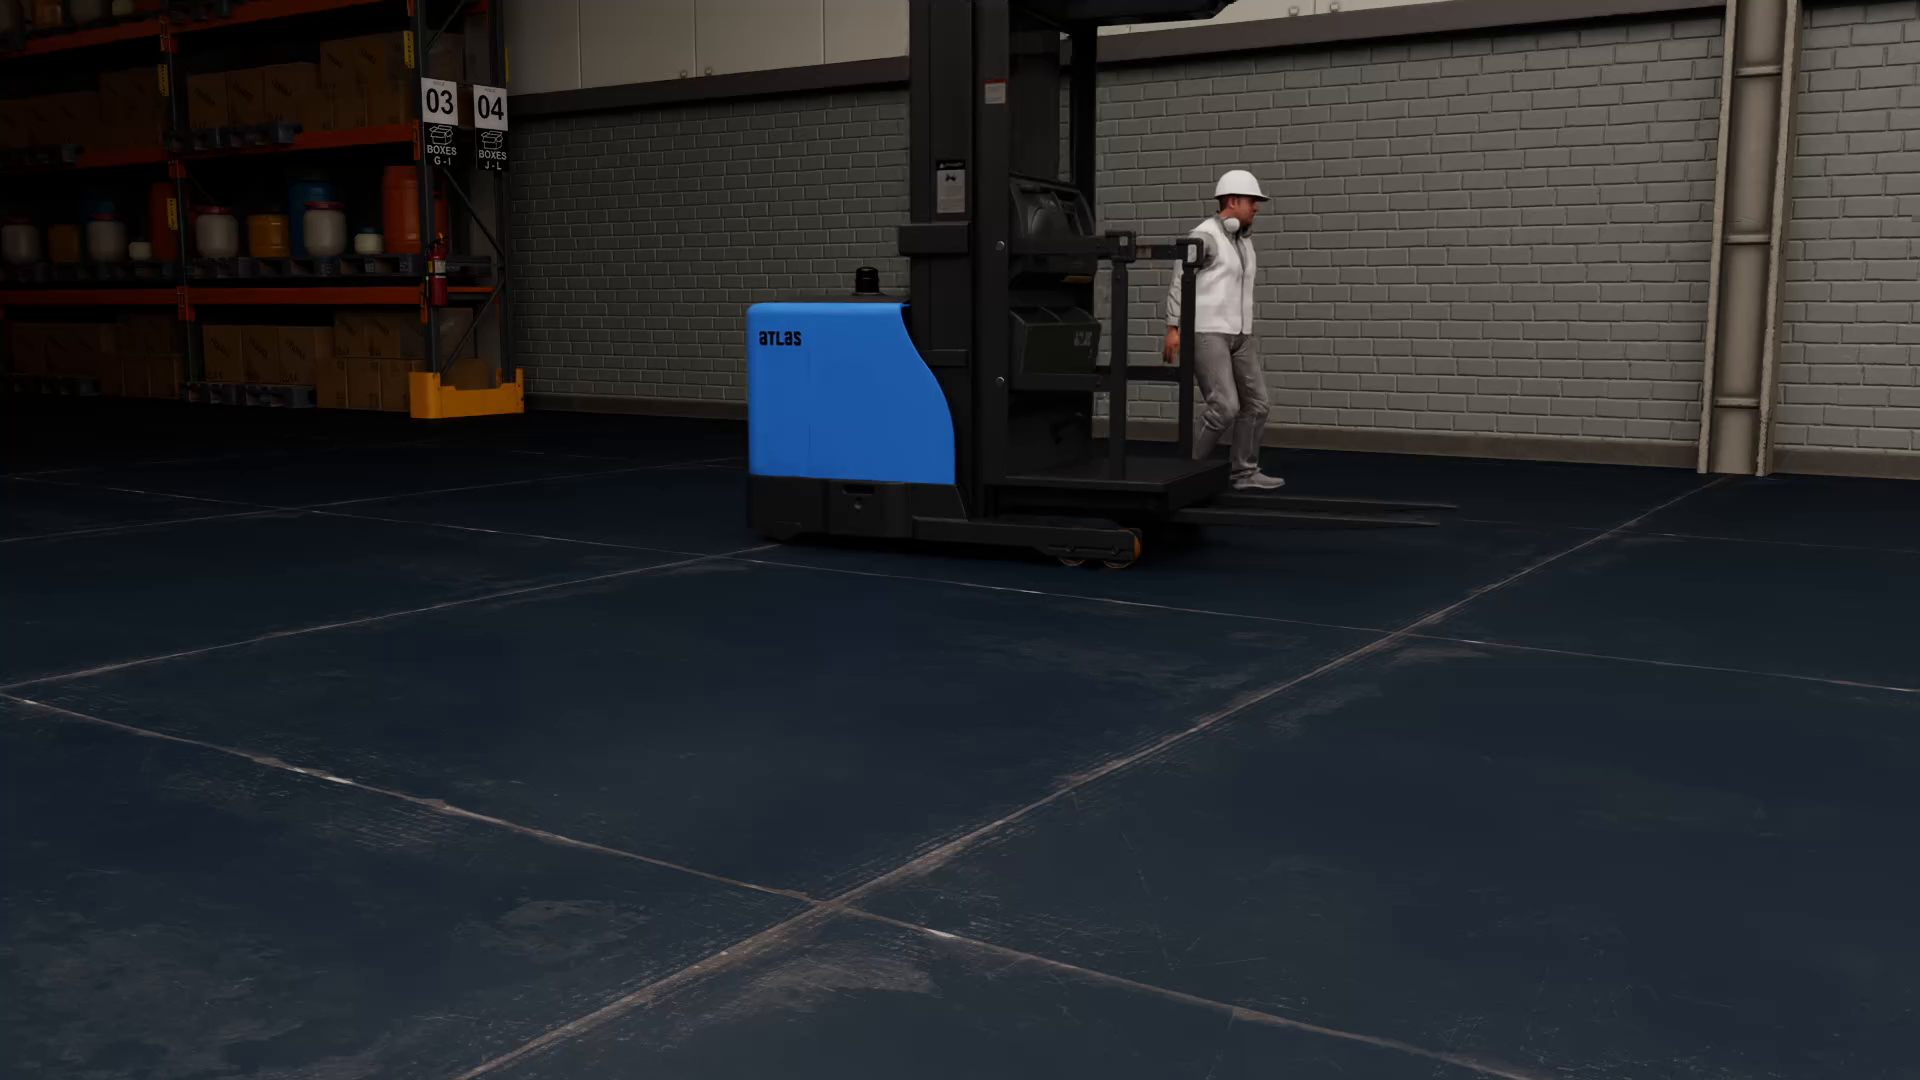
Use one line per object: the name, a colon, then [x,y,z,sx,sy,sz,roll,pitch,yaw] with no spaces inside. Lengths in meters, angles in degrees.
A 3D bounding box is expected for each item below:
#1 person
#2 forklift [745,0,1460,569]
person: [1.437,-1.117,9.022,0.435,1.736,0.844,7,11,41]
forklift: [0.594,-1.417,7.157,3.031,2.935,1.130,4,9,23]
